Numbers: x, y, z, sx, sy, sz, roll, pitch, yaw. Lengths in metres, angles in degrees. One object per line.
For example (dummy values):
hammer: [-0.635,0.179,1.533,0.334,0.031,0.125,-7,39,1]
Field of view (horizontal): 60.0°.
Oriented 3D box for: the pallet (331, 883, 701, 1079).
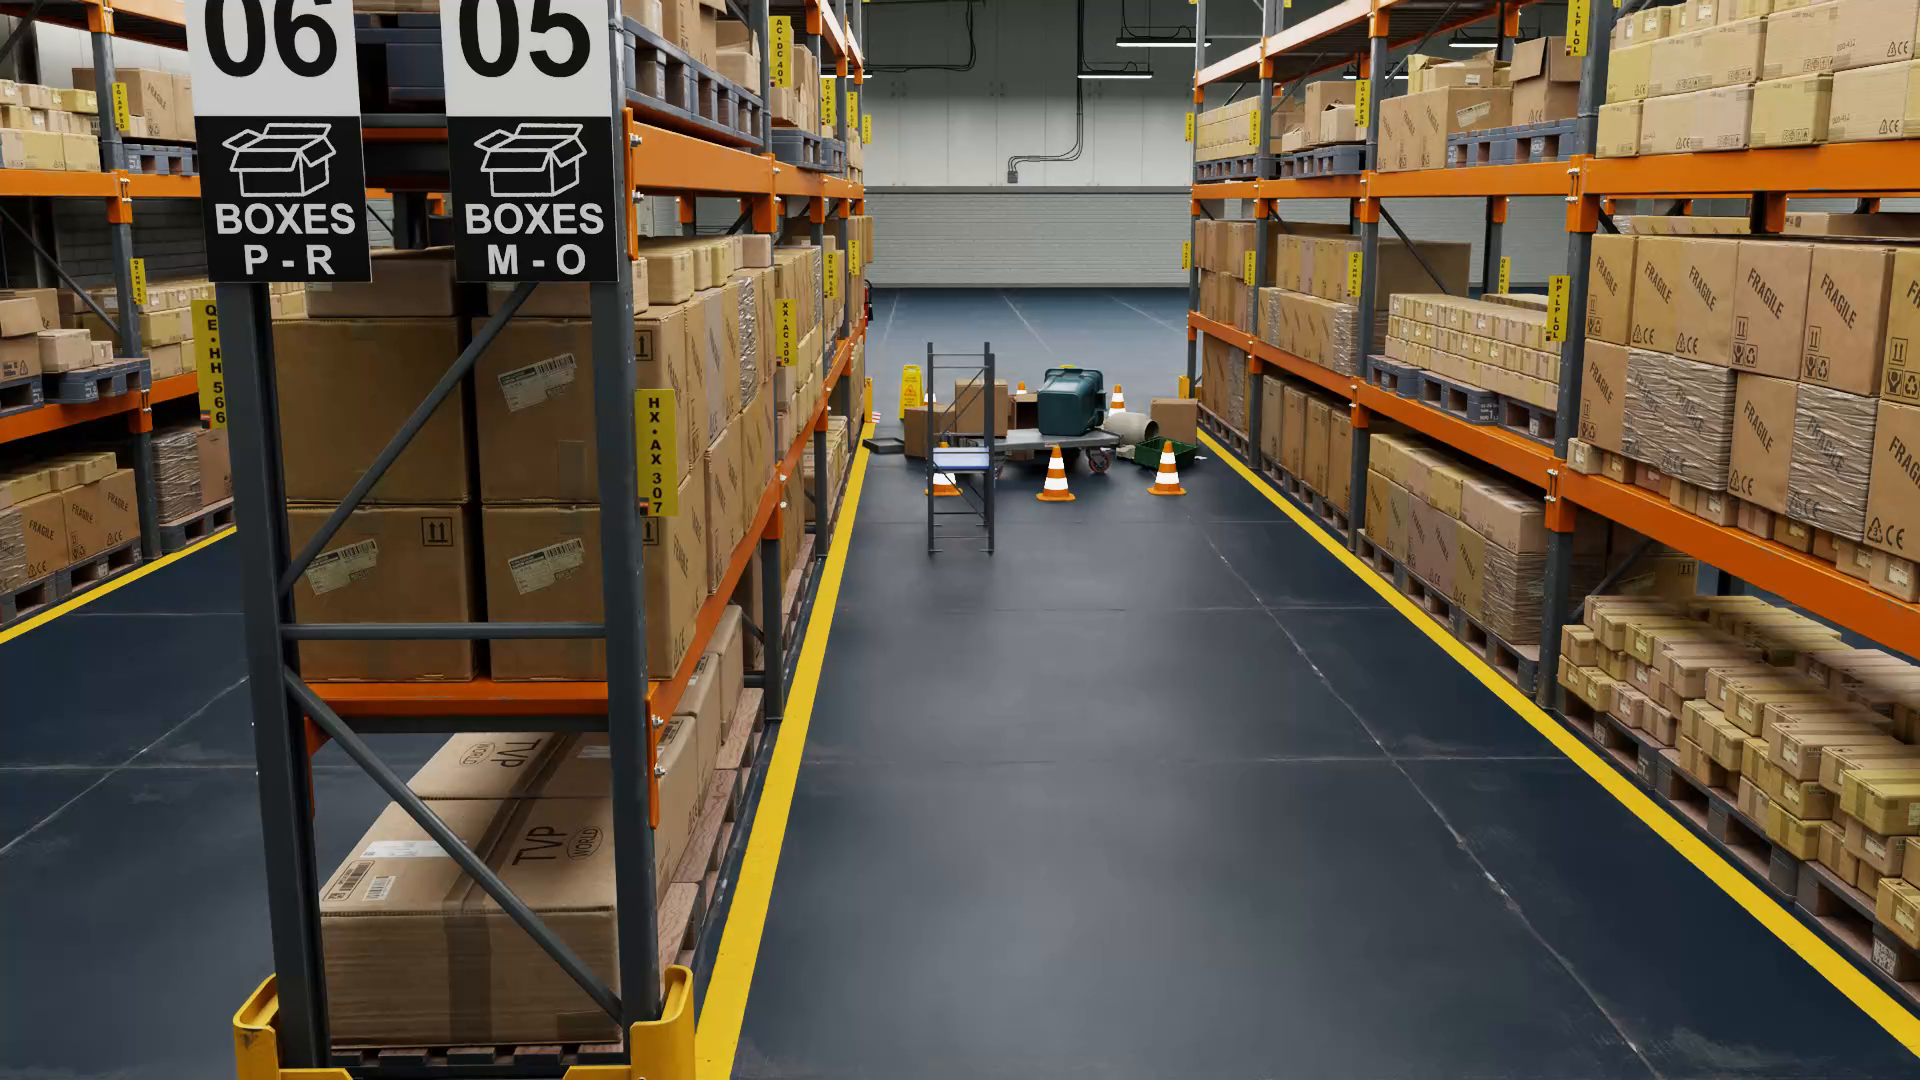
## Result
pallet: [-1.420,1.452,5.373,1.003,0.211,1.213,0,11,-1]

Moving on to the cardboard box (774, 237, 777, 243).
cardboard box: [-1.792,-2.550,14.395,0.380,0.149,0.250,0,11,2]

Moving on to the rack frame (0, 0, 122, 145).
rack frame: [-6.453,-4.266,11.451,1.000,3.000,0.127,0,11,-1]

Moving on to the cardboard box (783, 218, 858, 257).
cardboard box: [-1.365,-2.915,16.368,0.700,0.500,0.500,0,11,-2]

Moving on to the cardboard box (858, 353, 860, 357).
cardboard box: [-1.361,-1.800,18.362,0.500,0.500,0.500,-1,11,-2]

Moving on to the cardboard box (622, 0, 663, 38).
cardboard box: [-1.118,-1.575,5.059,0.380,0.149,0.250,0,11,1]

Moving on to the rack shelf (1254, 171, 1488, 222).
rack shelf: [3.415,-2.902,14.084,1.077,0.370,4.000,0,11,-1]

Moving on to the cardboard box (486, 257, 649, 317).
cardboard box: [-1.056,-0.685,4.493,0.380,0.149,0.250,0,11,0]

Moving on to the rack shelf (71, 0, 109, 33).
rack shelf: [-6.412,-3.319,9.603,1.077,0.370,4.000,0,11,-1]

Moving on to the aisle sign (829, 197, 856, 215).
aisle sign: [-1.367,-4.224,19.799,0.394,0.787,0.004,0,11,-1]

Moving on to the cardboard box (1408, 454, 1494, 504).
cardboard box: [3.237,-0.398,10.821,0.500,0.250,0.500,0,11,-1]

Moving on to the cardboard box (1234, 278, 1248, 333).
cardboard box: [3.320,-2.438,17.155,0.875,0.550,0.550,0,11,-1]

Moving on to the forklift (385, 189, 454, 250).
forklift: [-3.415,-1.294,12.065,1.130,2.935,3.031,-1,11,-3]

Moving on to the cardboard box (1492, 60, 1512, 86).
cardboard box: [3.750,-3.100,11.074,0.396,0.266,0.258,0,11,-1]

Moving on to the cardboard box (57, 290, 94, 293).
cardboard box: [-6.779,-1.808,12.542,0.380,0.149,0.250,0,11,0]

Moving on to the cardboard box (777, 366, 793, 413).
cardboard box: [-1.135,-0.812,8.635,0.500,0.250,0.500,-1,11,-3]

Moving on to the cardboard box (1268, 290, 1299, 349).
cardboard box: [3.127,-2.025,15.245,0.500,0.500,0.500,0,11,-1]

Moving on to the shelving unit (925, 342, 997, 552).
shelving unit: [-0.002,-0.752,12.994,0.538,1.500,1.048,0,11,-1]

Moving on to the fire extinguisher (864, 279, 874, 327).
fire extinguisher: [-1.197,-2.924,20.120,0.296,0.674,0.183,0,11,-1]

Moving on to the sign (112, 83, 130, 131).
sign: [-5.910,-3.051,11.707,0.100,0.325,0.005,0,11,-1]

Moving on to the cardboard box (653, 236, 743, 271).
cardboard box: [-1.186,-1.296,7.503,0.380,0.149,0.250,0,11,0]

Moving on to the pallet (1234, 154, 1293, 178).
pallet: [3.367,-3.771,16.783,1.003,0.211,1.213,0,11,-1]

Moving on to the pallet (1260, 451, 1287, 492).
pallet: [3.465,-0.662,15.793,1.003,0.211,1.213,0,11,-1]

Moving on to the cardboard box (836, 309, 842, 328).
cardboard box: [-1.249,-1.969,14.796,0.380,0.149,0.250,0,11,-1]

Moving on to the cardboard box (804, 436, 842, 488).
cardboard box: [-1.525,-0.674,14.391,0.950,0.372,0.625,0,11,1]

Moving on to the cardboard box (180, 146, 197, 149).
cardboard box: [-6.589,-3.503,14.563,0.380,0.149,0.250,0,11,-1]

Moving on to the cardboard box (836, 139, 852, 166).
cardboard box: [-1.308,-3.773,16.195,0.500,0.250,0.500,0,11,-2]

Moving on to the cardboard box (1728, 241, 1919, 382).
cardboard box: [3.319,-0.881,6.341,0.500,0.500,0.500,-1,11,-3]

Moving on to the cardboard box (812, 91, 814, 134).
cardboard box: [-1.112,-2.684,10.483,0.396,0.266,0.258,-1,11,-3]

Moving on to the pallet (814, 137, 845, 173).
pallet: [-1.424,-2.596,11.243,1.213,0.211,1.003,0,11,1]

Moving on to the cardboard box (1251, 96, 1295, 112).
cardboard box: [3.048,-4.246,16.218,0.380,0.149,0.250,0,11,-2]

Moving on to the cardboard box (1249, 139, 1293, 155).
cardboard box: [3.047,-3.855,16.296,0.380,0.149,0.250,0,11,-1]

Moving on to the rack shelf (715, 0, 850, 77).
rack shelf: [-1.532,-4.136,13.627,1.077,0.370,4.000,0,11,-1]

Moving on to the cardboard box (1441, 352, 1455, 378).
cardboard box: [3.293,-1.116,10.593,0.380,0.149,0.250,0,11,0]

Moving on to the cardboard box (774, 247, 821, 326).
cardboard box: [-1.199,-1.682,11.039,0.500,0.500,0.500,0,11,0]

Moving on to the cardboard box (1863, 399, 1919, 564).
cardboard box: [3.350,-0.182,5.413,0.500,0.500,0.500,0,11,-2]

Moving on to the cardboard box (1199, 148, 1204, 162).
cardboard box: [2.984,-4.459,19.273,0.380,0.149,0.250,0,11,-1]

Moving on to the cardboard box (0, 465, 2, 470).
cardboard box: [-6.690,-0.417,11.170,0.380,0.149,0.250,0,11,0]

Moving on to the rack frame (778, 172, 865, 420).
rack frame: [-1.656,-2.937,19.991,1.000,3.000,0.127,0,11,-1]

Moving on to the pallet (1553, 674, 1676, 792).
pallet: [3.588,0.908,8.052,1.003,0.211,1.213,0,11,-1]

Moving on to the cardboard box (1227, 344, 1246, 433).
cardboard box: [3.408,-1.651,17.941,0.875,0.875,0.875,0,11,-1]

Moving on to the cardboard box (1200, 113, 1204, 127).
cardboard box: [2.984,-4.852,19.207,0.380,0.149,0.250,0,11,-1]

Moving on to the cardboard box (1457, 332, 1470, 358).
cardboard box: [3.303,-1.209,10.301,0.380,0.149,0.250,0,11,1]

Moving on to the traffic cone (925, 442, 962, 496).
traffic cone: [-0.148,-0.658,15.137,0.336,0.463,0.334,0,11,-1]

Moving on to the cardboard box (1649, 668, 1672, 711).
cardboard box: [3.365,0.679,7.534,0.380,0.149,0.250,-1,11,-4]

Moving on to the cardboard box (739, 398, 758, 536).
cardboard box: [-1.101,-0.307,6.777,0.500,0.500,0.500,0,11,-2]

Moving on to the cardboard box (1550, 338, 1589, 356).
cardboard box: [3.336,-1.045,8.745,0.380,0.149,0.250,0,11,1]

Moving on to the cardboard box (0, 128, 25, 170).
cardboard box: [-6.178,-2.422,10.284,0.500,0.250,0.500,0,11,-1]

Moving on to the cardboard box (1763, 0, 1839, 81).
cardboard box: [3.339,-1.833,6.124,0.500,0.250,0.500,-1,11,-4]

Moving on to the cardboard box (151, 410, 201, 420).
cardboard box: [-6.488,-0.755,14.153,0.875,0.625,0.625,-1,11,-4]

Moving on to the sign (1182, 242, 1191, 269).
sign: [2.736,-3.439,20.091,0.100,0.325,0.005,0,11,-1]

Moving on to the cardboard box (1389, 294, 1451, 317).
cardboard box: [3.272,-1.668,11.814,0.380,0.149,0.250,0,11,-1]

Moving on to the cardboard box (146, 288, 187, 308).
cardboard box: [-6.203,-1.861,12.805,0.380,0.149,0.250,0,11,0]

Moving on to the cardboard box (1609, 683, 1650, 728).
cardboard box: [3.288,0.775,7.807,0.380,0.149,0.250,0,11,-1]

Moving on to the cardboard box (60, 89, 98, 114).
cardboard box: [-6.150,-2.996,11.364,0.380,0.149,0.250,0,11,1]

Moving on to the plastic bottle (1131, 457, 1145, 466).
plastic bottle: [1.859,-0.791,16.803,0.133,0.061,0.283,-7,13,-30]

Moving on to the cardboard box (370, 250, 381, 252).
cardboard box: [-6.374,-3.003,17.686,0.380,0.149,0.250,0,11,-1]
